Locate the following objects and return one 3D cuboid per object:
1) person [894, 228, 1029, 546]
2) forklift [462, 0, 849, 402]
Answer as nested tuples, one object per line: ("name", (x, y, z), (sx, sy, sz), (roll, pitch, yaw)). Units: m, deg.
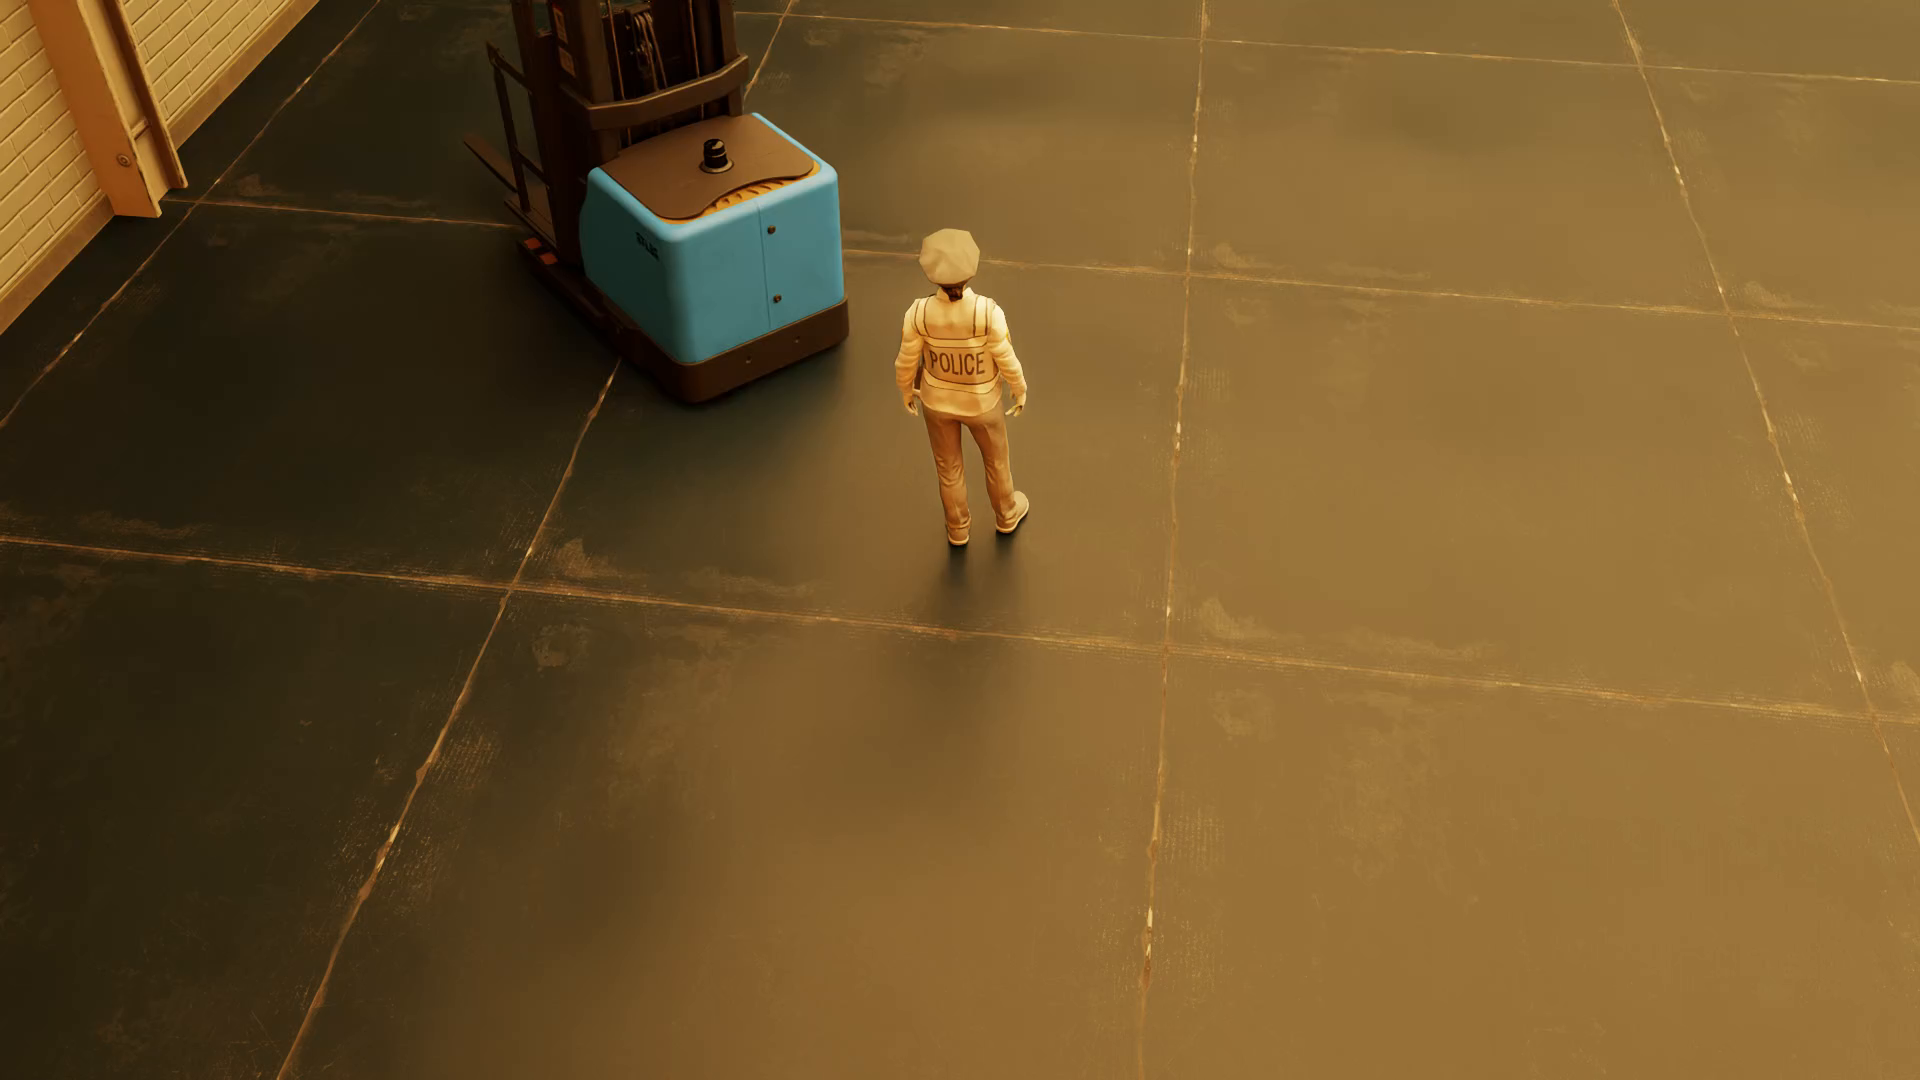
("person", (0.016, -0.675, 7.362), (0.587, 1.694, 0.530), (5, 43, 6))
("forklift", (-1.893, -2.733, 8.700), (1.130, 2.935, 3.031), (-27, 49, -27))
